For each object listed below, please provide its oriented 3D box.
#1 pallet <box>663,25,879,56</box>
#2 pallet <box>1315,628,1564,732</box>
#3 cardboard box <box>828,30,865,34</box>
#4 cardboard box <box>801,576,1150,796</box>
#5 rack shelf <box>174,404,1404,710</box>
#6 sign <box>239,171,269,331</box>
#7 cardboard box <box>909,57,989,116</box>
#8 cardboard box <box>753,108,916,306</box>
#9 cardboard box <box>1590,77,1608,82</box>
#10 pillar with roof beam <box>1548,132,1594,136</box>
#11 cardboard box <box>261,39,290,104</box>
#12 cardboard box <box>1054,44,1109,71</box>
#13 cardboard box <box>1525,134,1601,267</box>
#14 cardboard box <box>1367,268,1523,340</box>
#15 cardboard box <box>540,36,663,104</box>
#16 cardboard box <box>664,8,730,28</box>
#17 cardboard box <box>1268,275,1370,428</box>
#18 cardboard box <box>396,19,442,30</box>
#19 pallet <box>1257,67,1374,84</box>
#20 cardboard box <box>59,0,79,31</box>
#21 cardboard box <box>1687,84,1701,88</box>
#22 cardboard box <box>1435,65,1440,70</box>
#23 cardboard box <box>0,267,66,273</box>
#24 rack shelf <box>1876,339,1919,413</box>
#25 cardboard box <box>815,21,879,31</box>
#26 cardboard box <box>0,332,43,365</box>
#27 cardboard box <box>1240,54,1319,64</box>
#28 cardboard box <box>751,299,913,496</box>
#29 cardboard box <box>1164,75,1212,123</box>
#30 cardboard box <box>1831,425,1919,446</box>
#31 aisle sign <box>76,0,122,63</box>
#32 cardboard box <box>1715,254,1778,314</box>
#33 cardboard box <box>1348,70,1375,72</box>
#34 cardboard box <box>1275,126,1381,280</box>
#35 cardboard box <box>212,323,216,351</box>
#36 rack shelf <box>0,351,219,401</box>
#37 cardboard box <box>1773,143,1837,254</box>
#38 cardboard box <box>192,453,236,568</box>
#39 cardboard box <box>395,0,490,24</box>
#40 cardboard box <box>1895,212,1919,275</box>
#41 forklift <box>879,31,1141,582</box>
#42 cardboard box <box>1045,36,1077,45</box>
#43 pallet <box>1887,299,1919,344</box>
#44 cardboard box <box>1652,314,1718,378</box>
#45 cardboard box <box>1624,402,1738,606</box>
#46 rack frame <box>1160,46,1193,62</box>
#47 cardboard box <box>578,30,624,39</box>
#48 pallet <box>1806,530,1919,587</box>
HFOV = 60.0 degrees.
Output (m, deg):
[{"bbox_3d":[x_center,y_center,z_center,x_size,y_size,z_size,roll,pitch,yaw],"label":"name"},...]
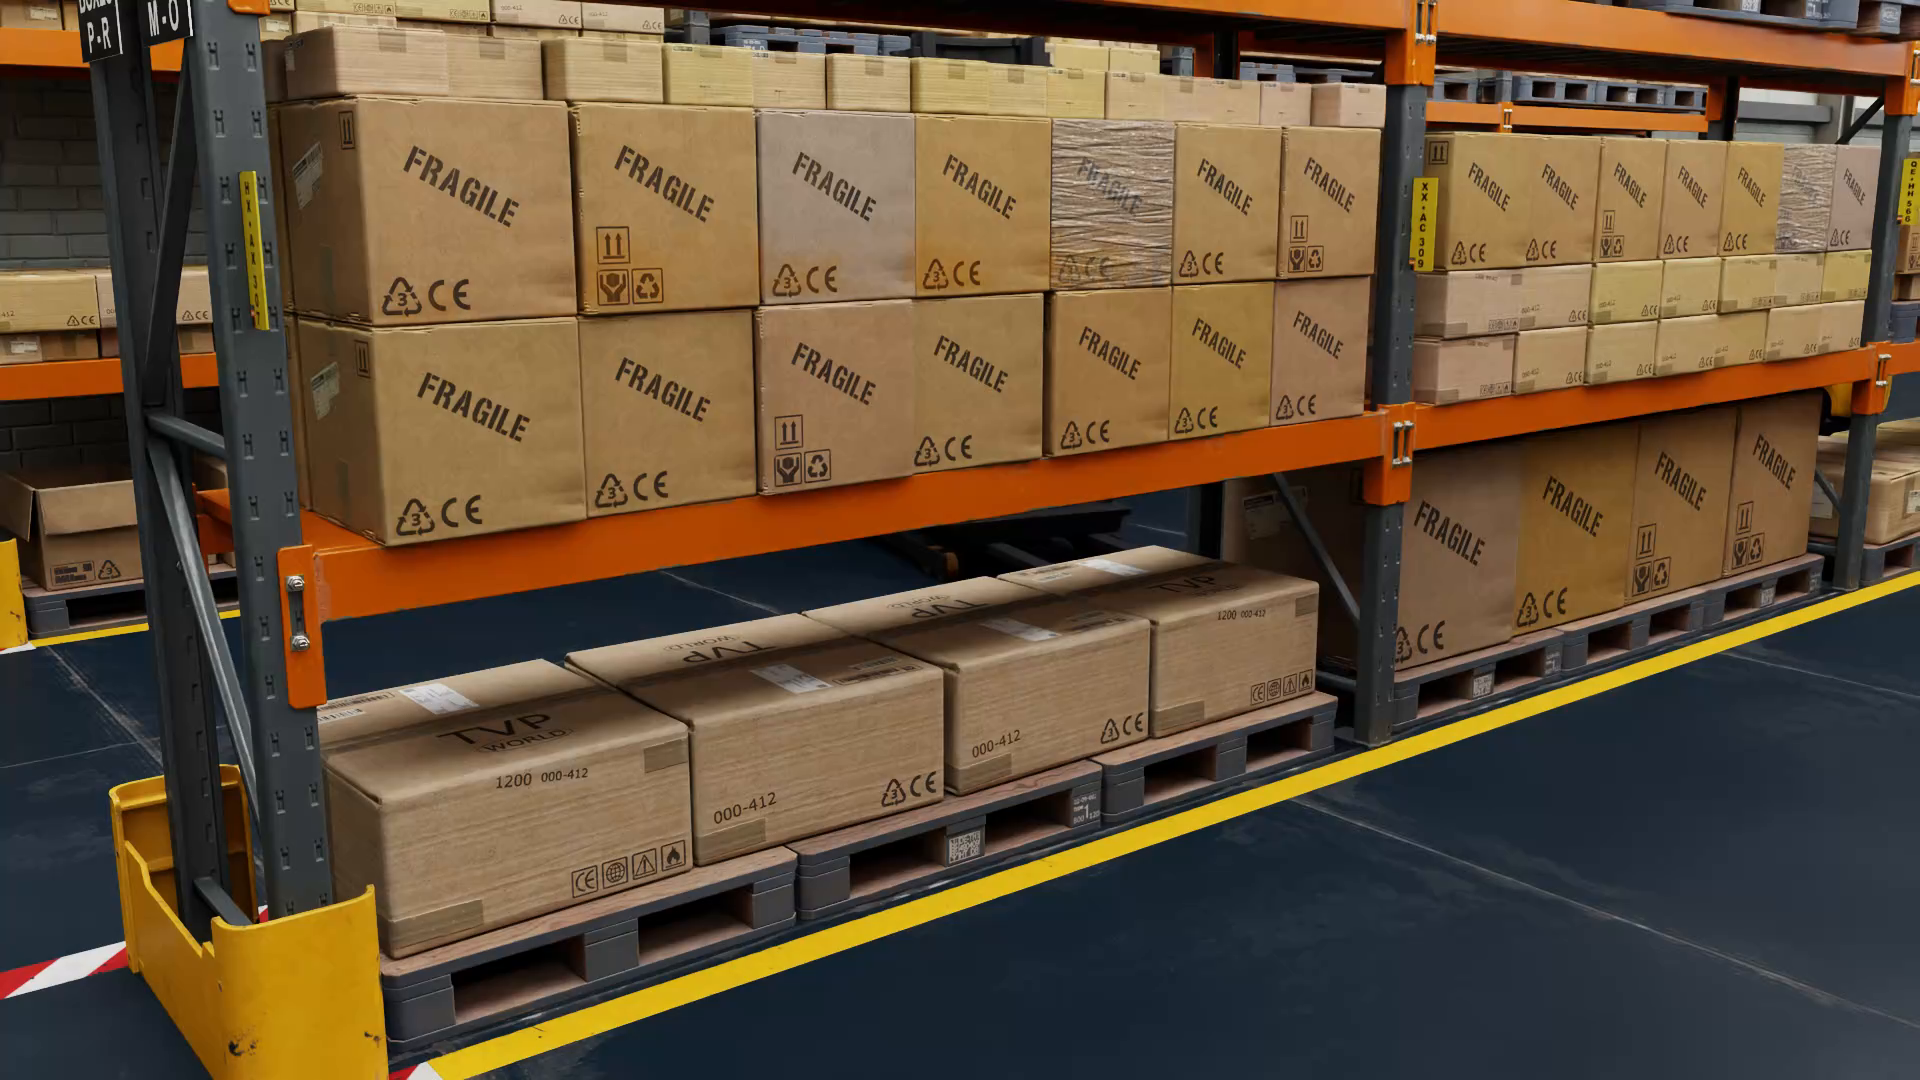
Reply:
[{"bbox_3d":[-1.247,-3.005,10.292,1.003,0.211,1.213,-9,15,-38],"label":"pallet"},{"bbox_3d":[1.859,0.499,7.268,1.213,0.211,1.003,-9,15,-38],"label":"pallet"},{"bbox_3d":[-0.831,-3.350,10.814,0.250,0.149,0.380,-10,16,-39],"label":"cardboard box"},{"bbox_3d":[0.048,0.476,5.823,0.875,0.438,0.875,-10,16,-39],"label":"cardboard box"},{"bbox_3d":[-0.258,-0.141,5.302,4.000,0.370,1.077,-9,15,-38],"label":"rack shelf"},{"bbox_3d":[-1.477,-0.605,3.480,0.005,0.325,0.100,-9,15,-38],"label":"sign"},{"bbox_3d":[-0.132,-1.284,4.745,0.250,0.149,0.380,-10,16,-39],"label":"cardboard box"},{"bbox_3d":[-0.470,-0.923,4.608,0.500,0.500,0.500,-10,15,-38],"label":"cardboard box"},{"bbox_3d":[5.796,-4.394,15.451,0.258,0.266,0.396,-10,15,-39],"label":"cardboard box"},{"bbox_3d":[9.153,-5.406,13.923,0.400,9.000,9.100,-9,15,-38],"label":"pillar with roof beam"},{"bbox_3d":[-1.664,-1.168,4.196,0.250,0.149,0.380,-9,15,-37],"label":"cardboard box"},{"bbox_3d":[0.683,-3.298,11.580,0.500,0.250,0.500,-9,15,-37],"label":"cardboard box"},{"bbox_3d":[2.207,-1.371,6.717,0.500,0.500,0.500,-10,15,-38],"label":"cardboard box"},{"bbox_3d":[1.824,-0.935,6.467,0.500,0.250,0.500,-10,16,-39],"label":"cardboard box"},{"bbox_3d":[-0.934,-1.150,4.115,0.250,0.149,0.380,-9,15,-36],"label":"cardboard box"},{"bbox_3d":[-1.606,-3.206,10.137,0.250,0.149,0.380,-9,15,-38],"label":"cardboard box"},{"bbox_3d":[1.102,-0.699,5.961,0.500,0.500,0.500,-9,15,-37],"label":"cardboard box"},{"bbox_3d":[-2.919,-2.647,8.757,0.250,0.149,0.380,-9,15,-37],"label":"cardboard box"},{"bbox_3d":[2.669,-3.699,13.560,1.213,0.211,1.003,-9,15,-35],"label":"pallet"},{"bbox_3d":[-4.130,-2.455,7.850,0.250,0.149,0.380,-9,15,-37],"label":"cardboard box"},{"bbox_3d":[7.113,-4.556,16.494,0.250,0.149,0.380,-10,16,-39],"label":"cardboard box"},{"bbox_3d":[3.778,-4.002,13.884,0.250,0.149,0.380,-9,15,-38],"label":"cardboard box"},{"bbox_3d":[-4.730,-1.213,8.263,0.500,0.250,0.500,-9,15,-36],"label":"cardboard box"},{"bbox_3d":[5.989,-1.179,10.191,4.000,0.370,1.077,-9,15,-38],"label":"rack shelf"},{"bbox_3d":[-0.707,-3.225,10.229,0.250,0.149,0.380,-9,15,-37],"label":"cardboard box"},{"bbox_3d":[-4.495,-0.913,7.812,0.250,0.149,0.380,-10,15,-38],"label":"cardboard box"},{"bbox_3d":[2.373,-3.983,12.948,0.500,0.500,0.700,-10,15,-39],"label":"cardboard box"},{"bbox_3d":[-0.479,-0.431,4.696,0.500,0.500,0.500,-10,15,-38],"label":"cardboard box"},{"bbox_3d":[0.601,-1.433,5.445,0.250,0.149,0.380,-10,15,-38],"label":"cardboard box"},{"bbox_3d":[6.042,-0.457,10.377,0.625,0.372,0.950,-9,15,-36],"label":"cardboard box"},{"bbox_3d":[-2.069,-1.546,3.928,0.004,0.787,0.394,-9,15,-38],"label":"aisle sign"},{"bbox_3d":[3.423,-1.201,7.723,0.500,0.250,0.500,-10,16,-39],"label":"cardboard box"},{"bbox_3d":[3.541,-4.063,14.174,0.250,0.149,0.380,-9,15,-38],"label":"cardboard box"},{"bbox_3d":[1.108,-1.184,5.836,0.500,0.500,0.500,-10,15,-38],"label":"cardboard box"},{"bbox_3d":[-3.702,-1.052,8.464,0.250,0.149,0.380,-9,15,-37],"label":"cardboard box"},{"bbox_3d":[-3.361,-0.945,9.091,4.000,0.370,1.077,-9,15,-38],"label":"rack shelf"},{"bbox_3d":[3.792,-1.632,7.944,0.500,0.500,0.500,-9,15,-37],"label":"cardboard box"},{"bbox_3d":[-3.695,-0.189,8.804,0.500,0.500,0.700,-9,15,-35],"label":"cardboard box"},{"bbox_3d":[-2.827,-2.859,8.796,0.500,0.250,0.500,-9,15,-36],"label":"cardboard box"},{"bbox_3d":[4.923,-1.692,8.907,0.500,0.500,0.500,-10,16,-39],"label":"cardboard box"},{"bbox_3d":[0.274,-1.306,9.223,1.130,2.935,3.031,-5,13,-23],"label":"forklift"},{"bbox_3d":[0.595,-3.480,11.475,0.250,0.149,0.380,-9,15,-38],"label":"cardboard box"},{"bbox_3d":[4.917,-1.287,9.431,1.003,0.211,1.213,-9,15,-38],"label":"pallet"},{"bbox_3d":[3.022,-0.888,7.449,0.500,0.250,0.500,-10,15,-39],"label":"cardboard box"},{"bbox_3d":[3.137,-0.246,8.170,0.875,0.875,0.875,-9,15,-37],"label":"cardboard box"},{"bbox_3d":[1.324,-5.010,12.060,0.127,3.000,1.000,-9,15,-38],"label":"rack frame"},{"bbox_3d":[-2.089,-2.775,9.361,0.250,0.149,0.380,-9,15,-38],"label":"cardboard box"},{"bbox_3d":[5.039,-0.008,9.660,1.213,0.211,1.003,-9,15,-38],"label":"pallet"}]
